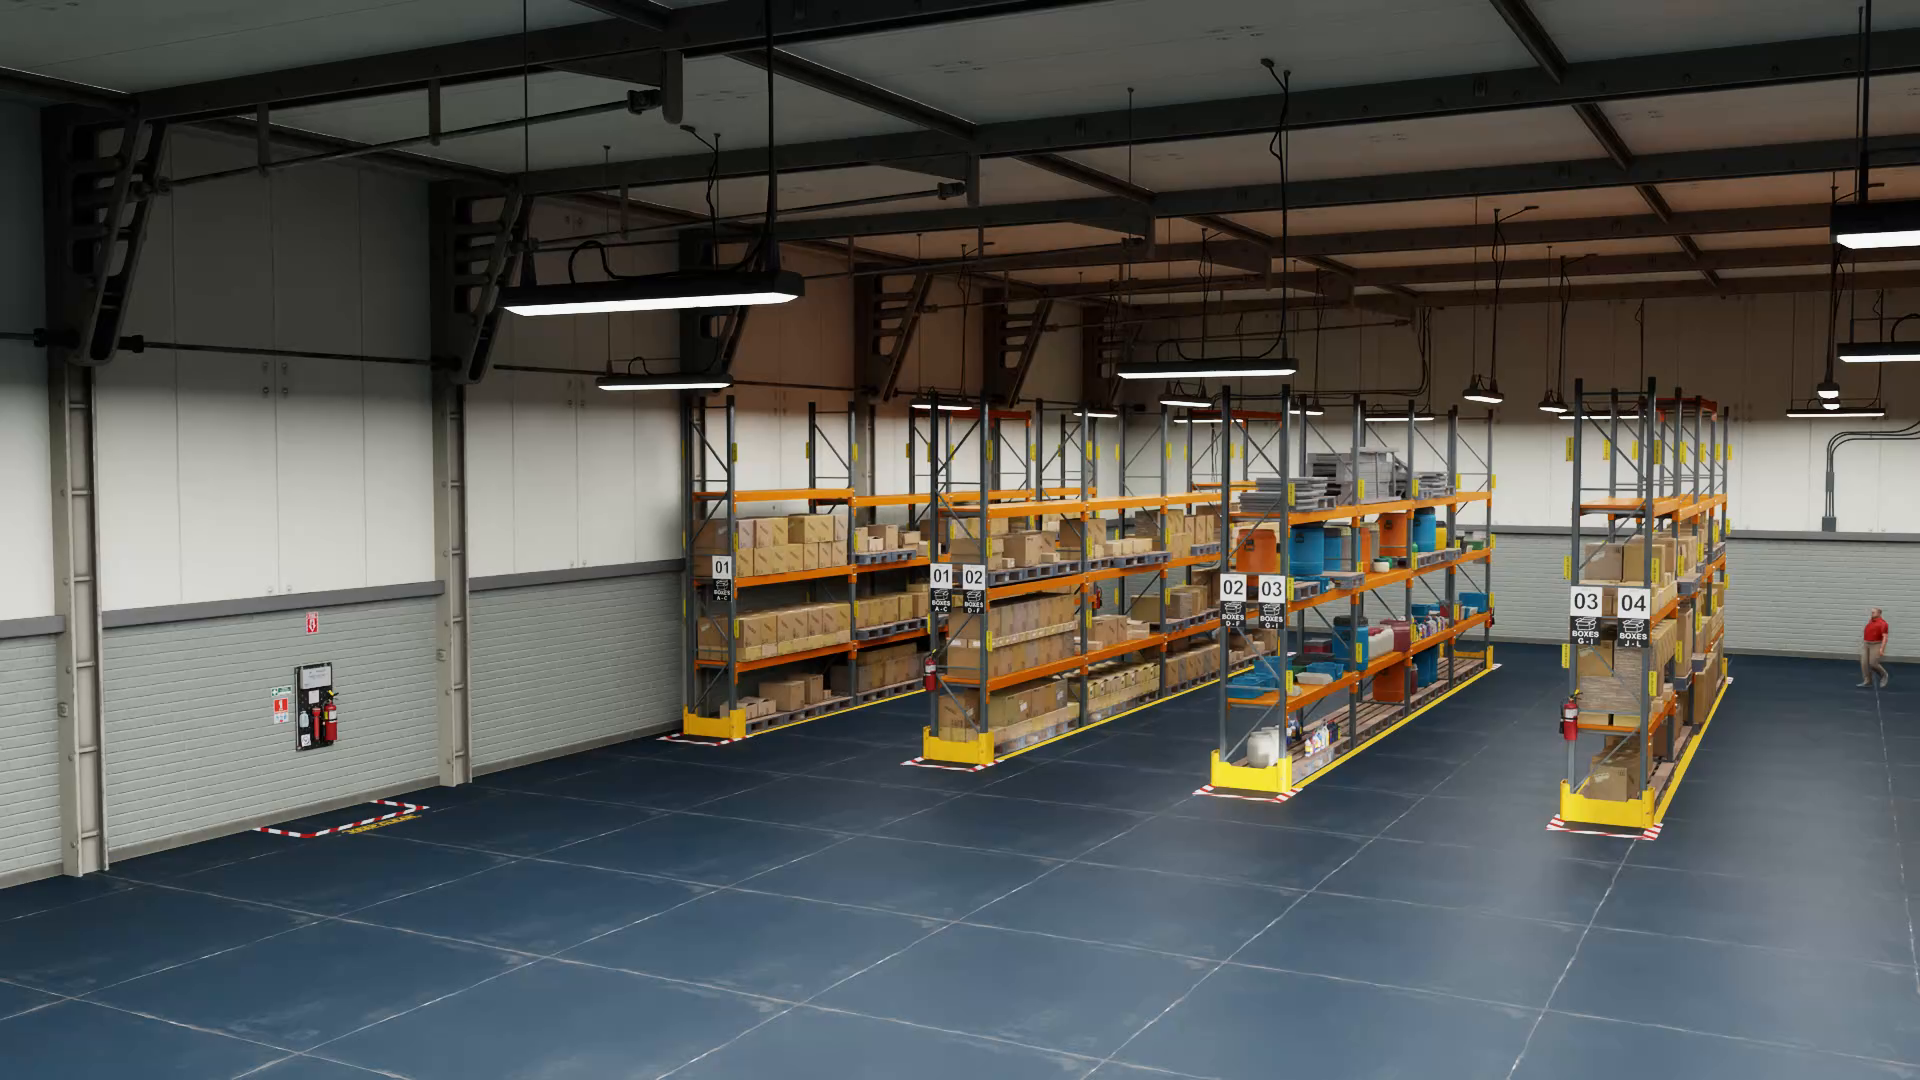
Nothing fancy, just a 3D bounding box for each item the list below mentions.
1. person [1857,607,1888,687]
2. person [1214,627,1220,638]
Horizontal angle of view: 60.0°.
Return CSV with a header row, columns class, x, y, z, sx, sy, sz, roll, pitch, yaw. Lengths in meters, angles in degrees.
class,x,y,z,sx,sy,sz,roll,pitch,yaw
person,19.381,2.277,35.250,0.533,1.711,0.612,-1,3,-21
person,6.657,1.895,42.393,0.659,1.789,0.375,-2,4,-34
